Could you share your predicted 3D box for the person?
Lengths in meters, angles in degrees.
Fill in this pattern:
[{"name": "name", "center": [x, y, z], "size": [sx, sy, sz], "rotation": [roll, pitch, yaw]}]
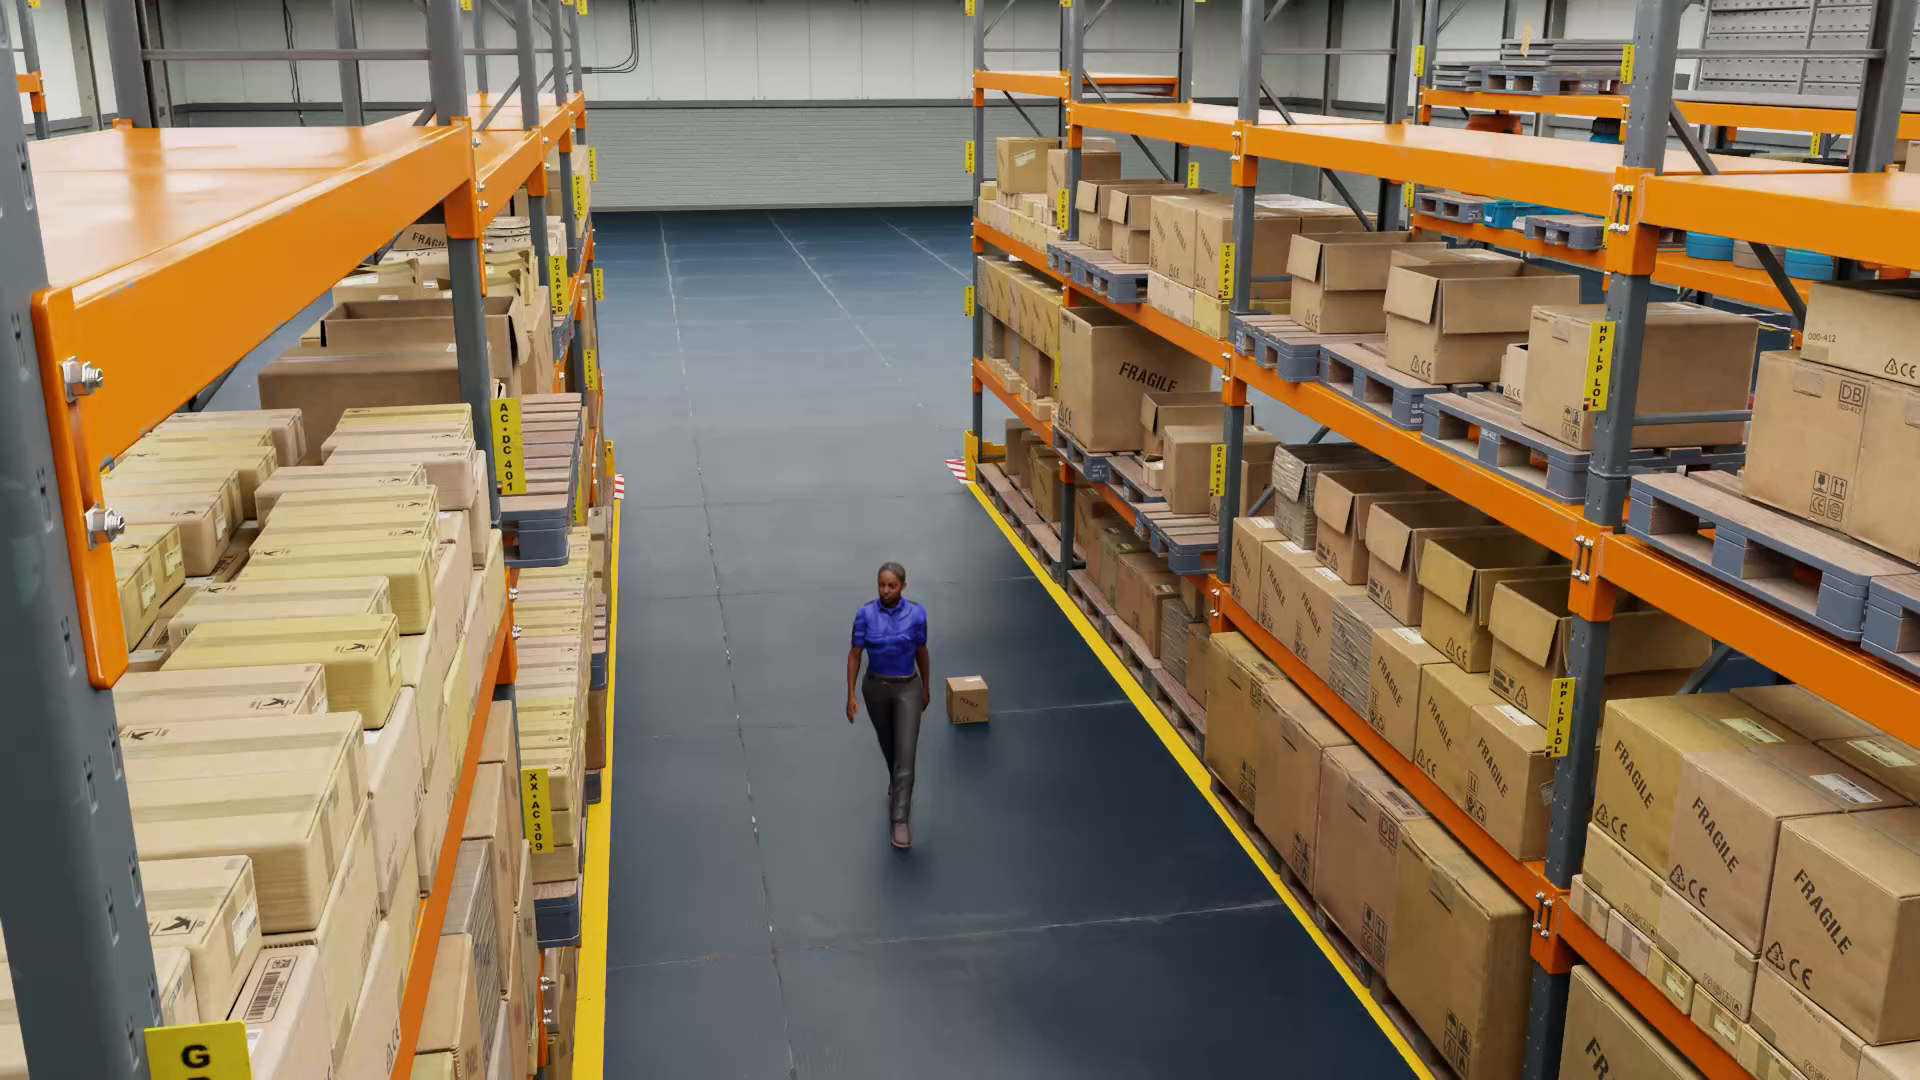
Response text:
[{"name": "person", "center": [-0.437, 0.909, 9.928], "size": [0.466, 1.596, 1.002], "rotation": [2, 17, 7]}]
